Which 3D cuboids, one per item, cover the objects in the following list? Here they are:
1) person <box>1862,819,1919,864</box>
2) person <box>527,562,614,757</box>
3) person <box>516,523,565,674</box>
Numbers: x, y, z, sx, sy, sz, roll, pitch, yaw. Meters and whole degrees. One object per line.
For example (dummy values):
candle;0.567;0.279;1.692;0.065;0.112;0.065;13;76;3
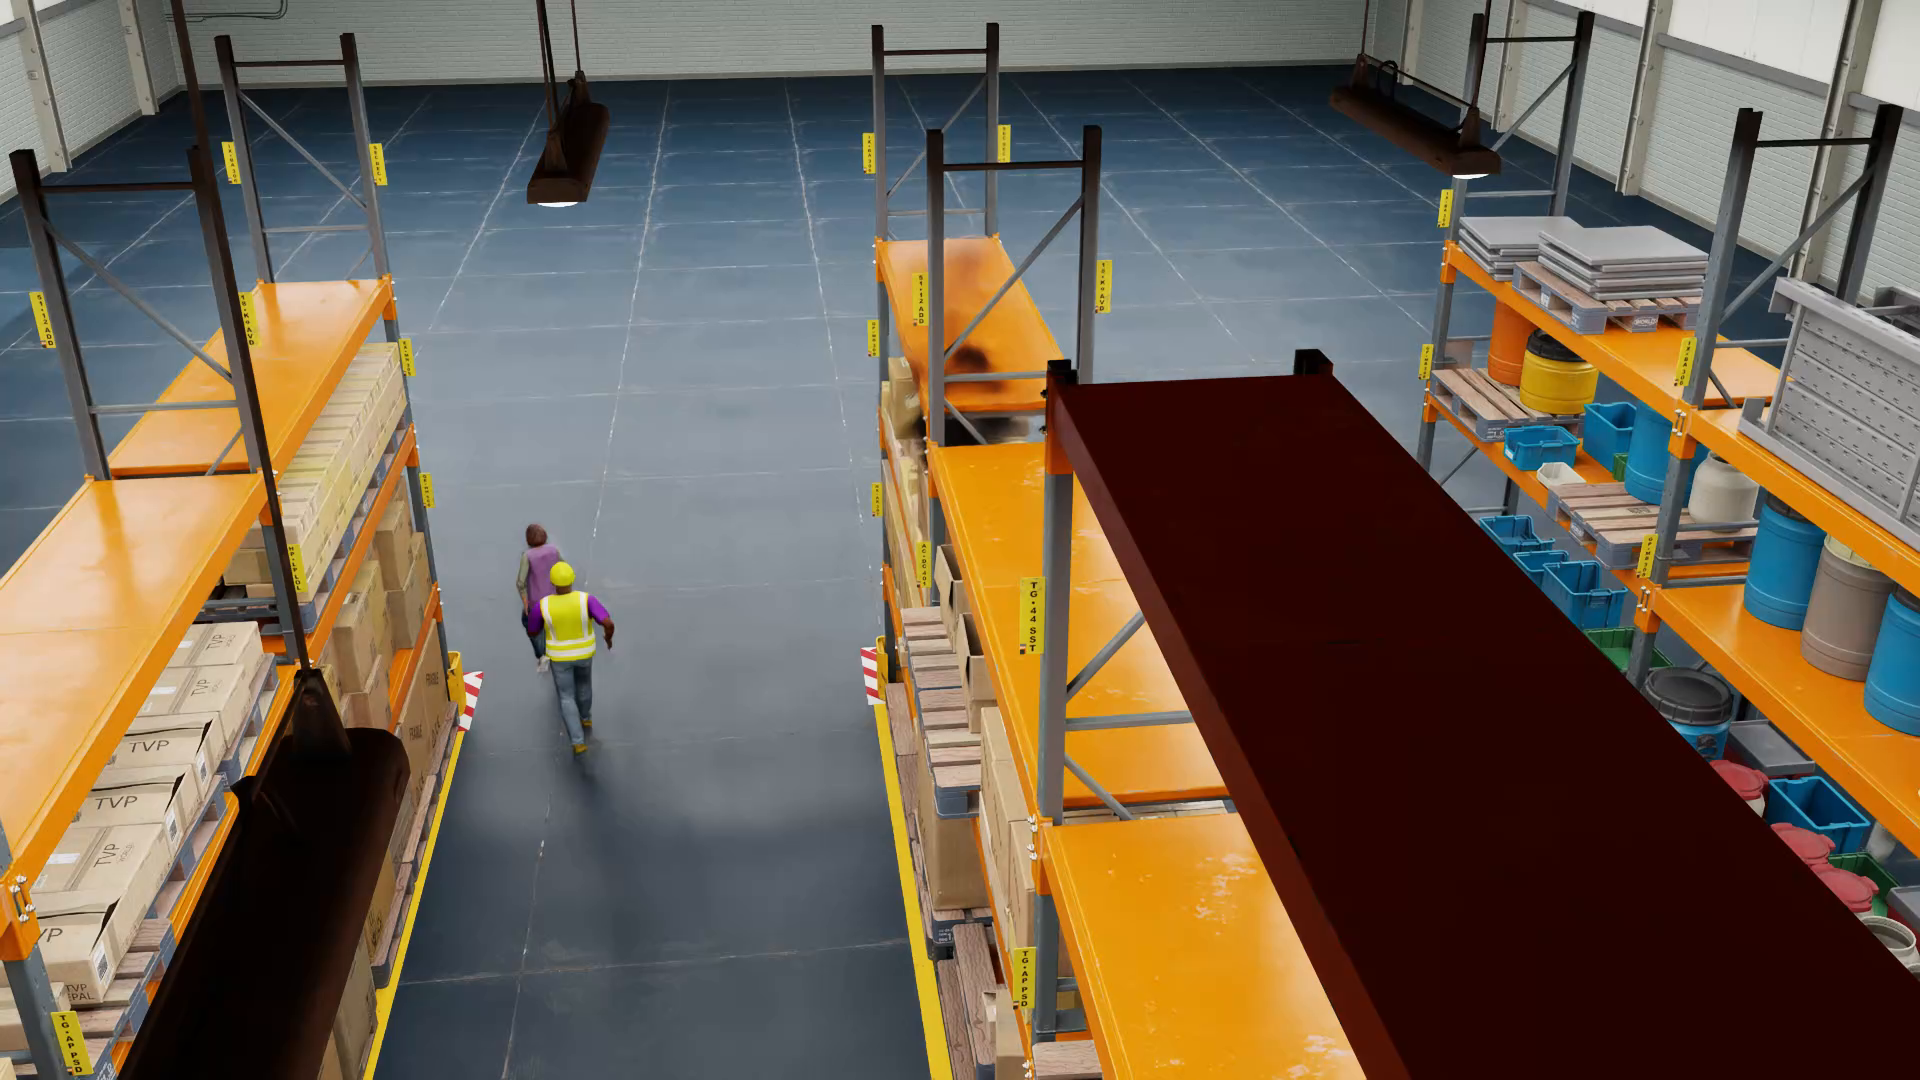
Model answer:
person;7.157;1.961;12.390;0.602;1.663;0.913;-7;26;-14
person;-3.341;0.983;14.318;0.705;1.765;0.961;-9;27;-19
person;-3.888;0.570;15.486;0.560;1.548;0.664;-16;30;-31
